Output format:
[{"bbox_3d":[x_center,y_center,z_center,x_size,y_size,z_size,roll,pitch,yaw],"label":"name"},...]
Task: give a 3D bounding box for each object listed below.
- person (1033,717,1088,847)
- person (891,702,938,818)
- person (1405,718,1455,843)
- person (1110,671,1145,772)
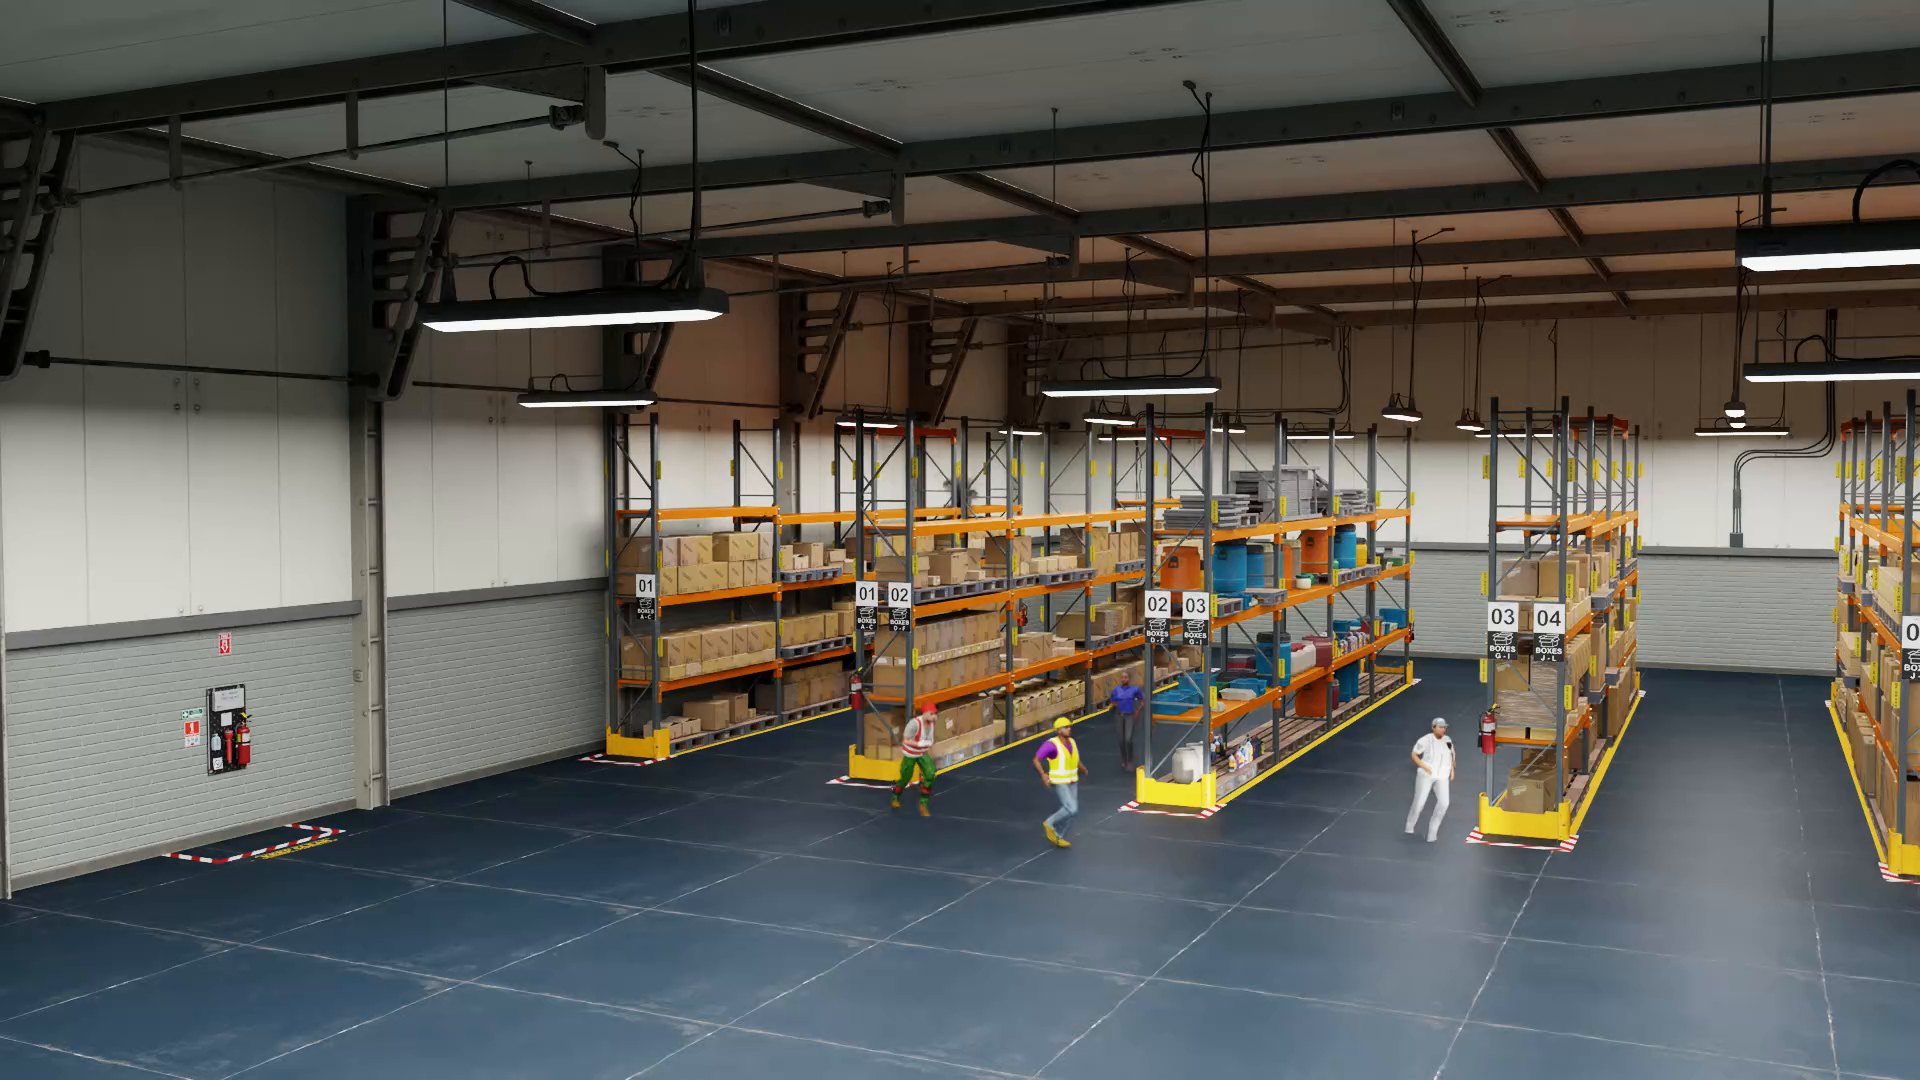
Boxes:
[{"bbox_3d":[1.399,3.205,21.981,0.700,1.721,0.590,-2,3,-44],"label":"person"},{"bbox_3d":[-0.649,3.169,24.141,0.705,1.717,1.011,-2,3,-41],"label":"person"},{"bbox_3d":[6.436,3.249,22.589,0.690,1.682,0.677,0,2,-3],"label":"person"},{"bbox_3d":[2.757,3.022,27.654,0.558,1.685,0.667,1,3,18],"label":"person"}]
